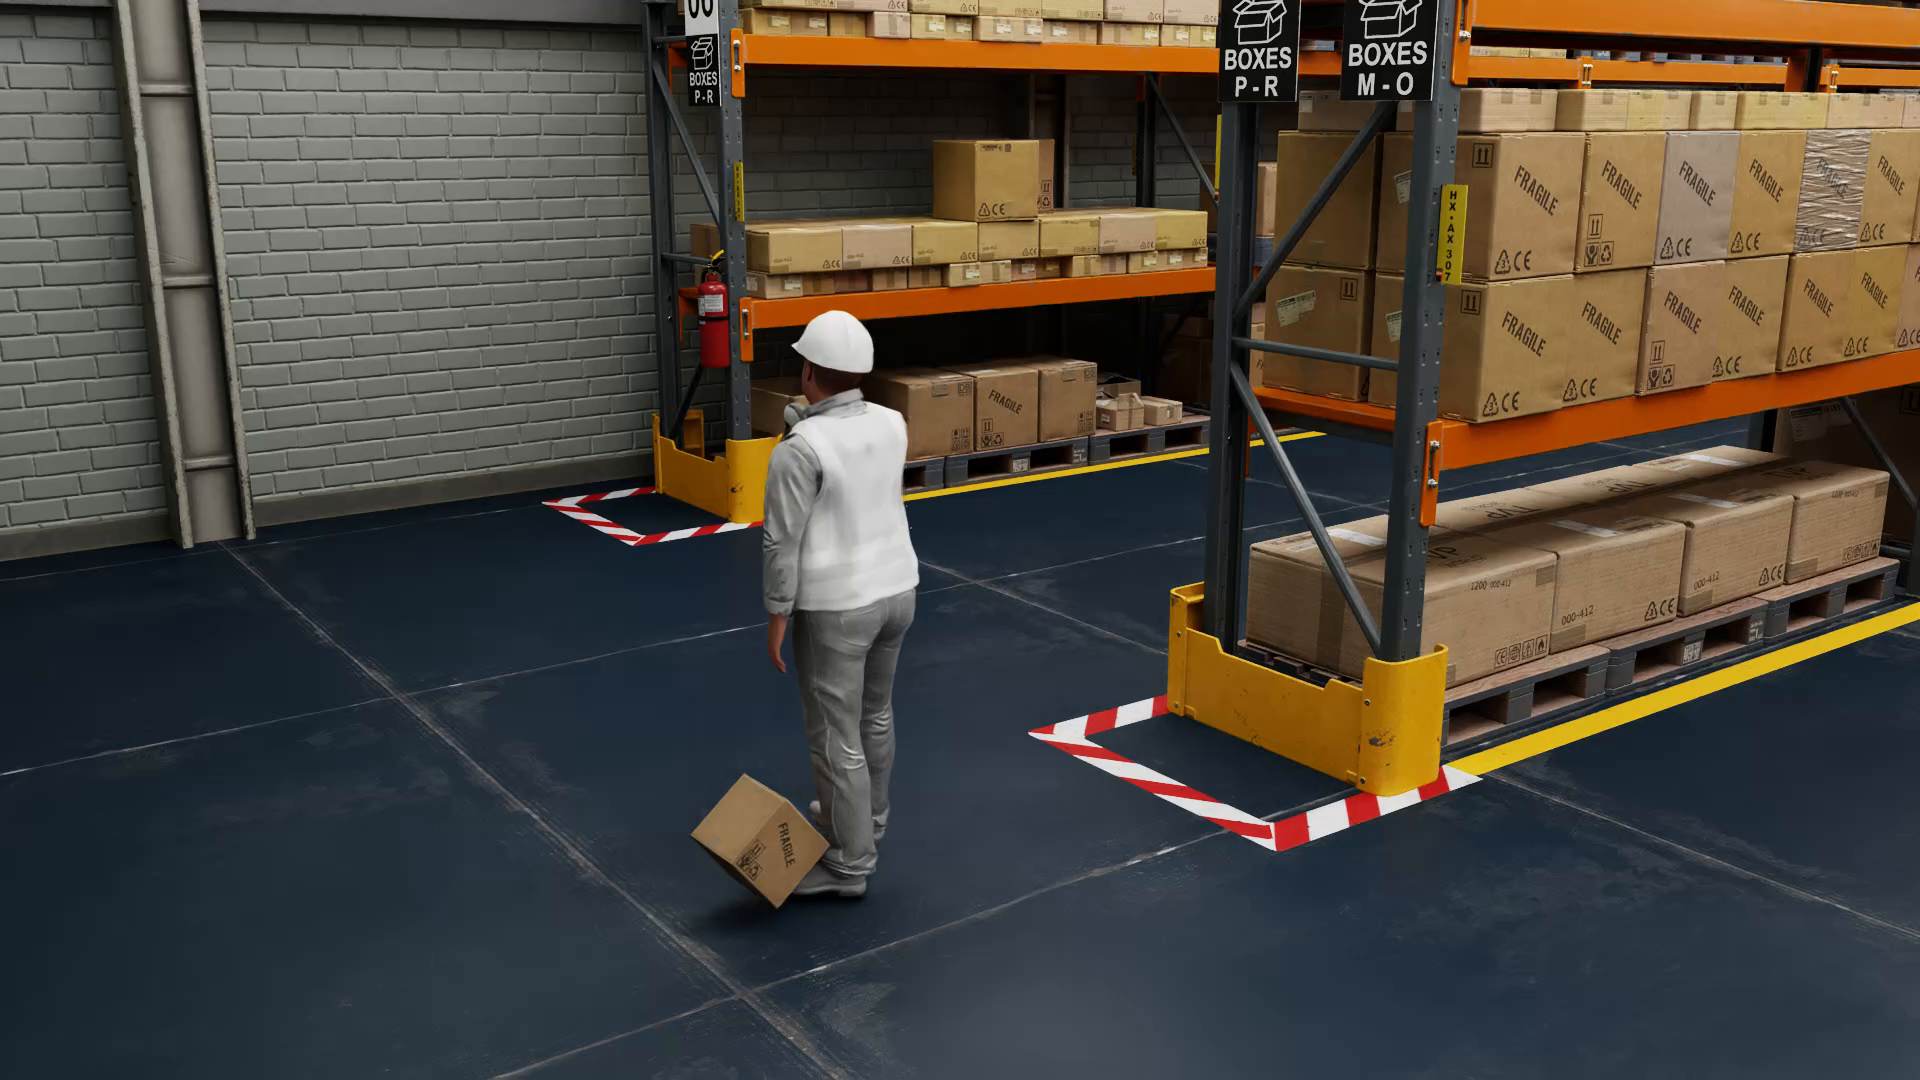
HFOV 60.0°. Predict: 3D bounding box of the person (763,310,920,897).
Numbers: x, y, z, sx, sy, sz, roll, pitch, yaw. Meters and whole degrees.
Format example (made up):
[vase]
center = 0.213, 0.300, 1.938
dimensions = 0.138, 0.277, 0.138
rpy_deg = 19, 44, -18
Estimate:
[person]
center = -0.400, 0.175, 5.161
dimensions = 0.525, 1.778, 0.622
rpy_deg = 12, 19, 40
